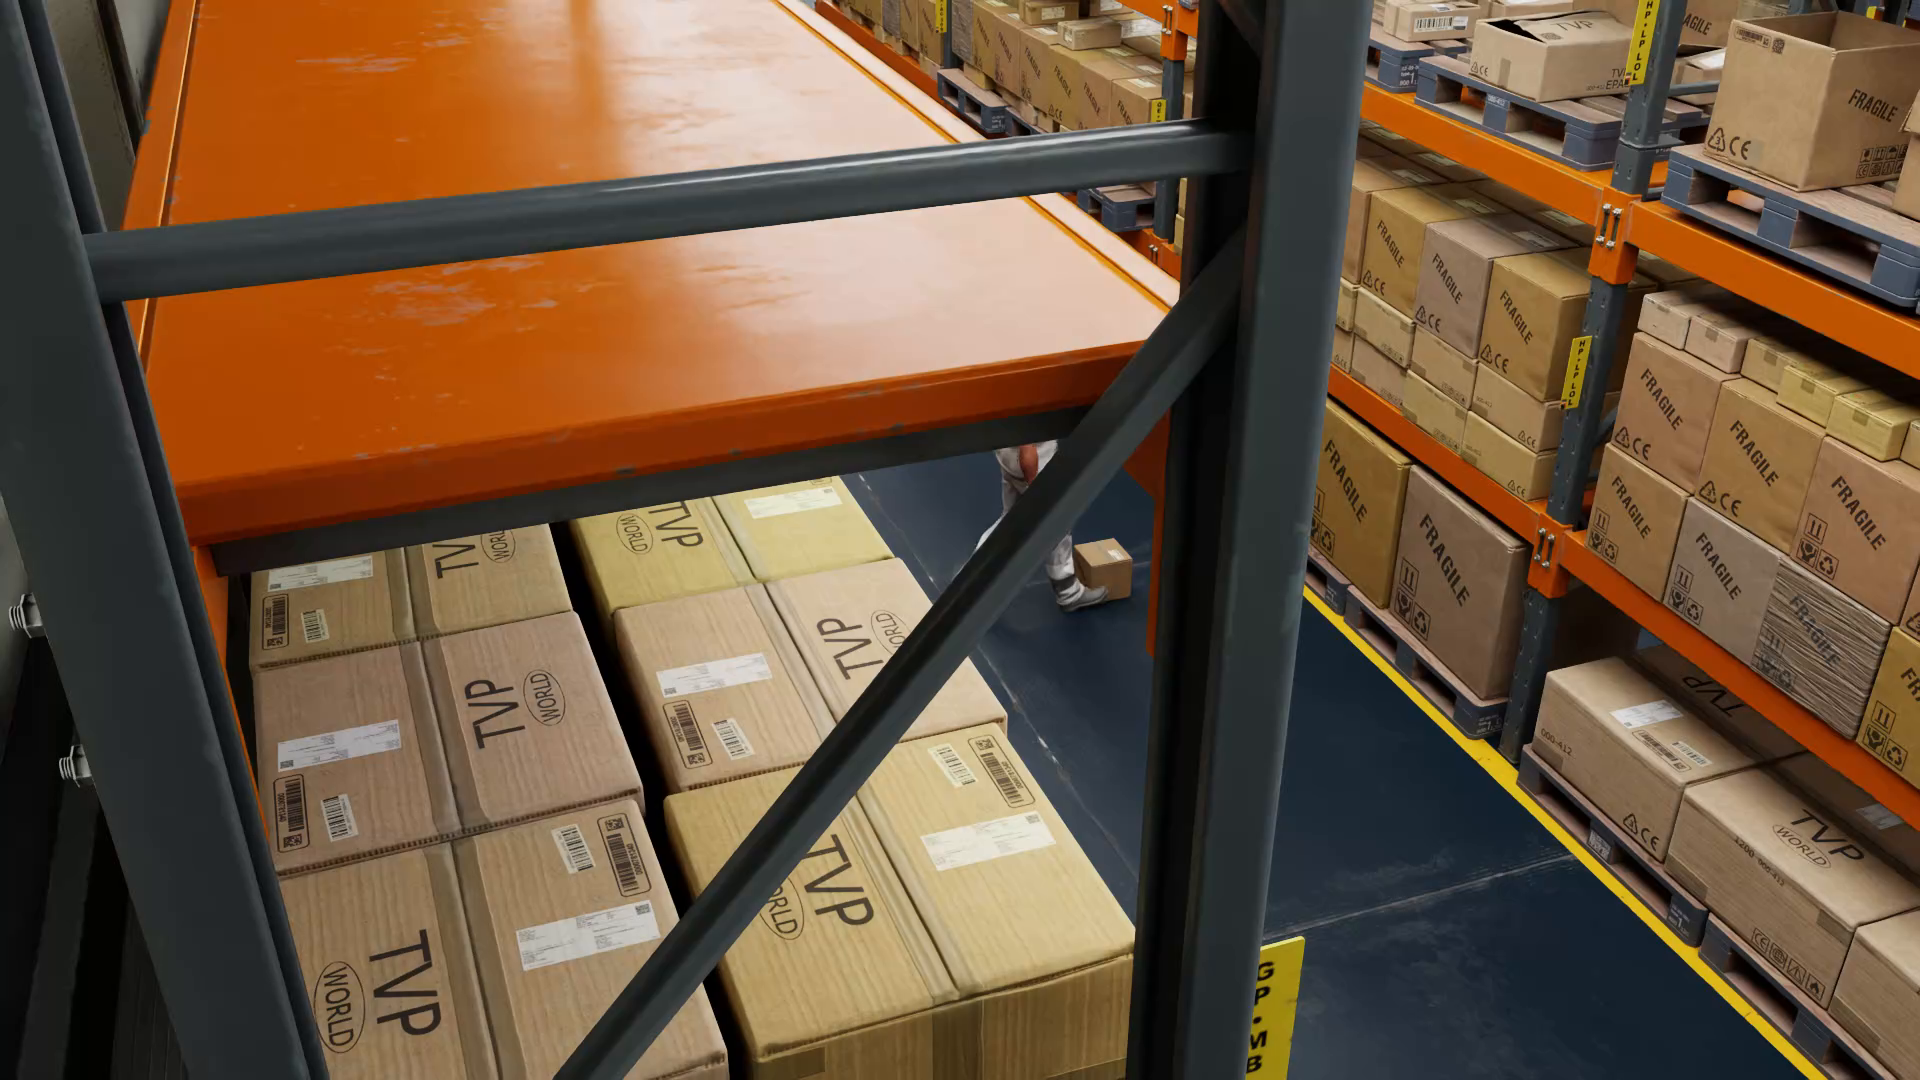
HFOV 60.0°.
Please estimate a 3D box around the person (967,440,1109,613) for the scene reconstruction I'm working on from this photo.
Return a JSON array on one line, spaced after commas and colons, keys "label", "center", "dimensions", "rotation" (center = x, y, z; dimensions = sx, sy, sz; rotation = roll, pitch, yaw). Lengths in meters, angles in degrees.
[{"label": "person", "center": [0.404, -0.408, 8.849], "dimensions": [0.819, 1.781, 0.554], "rotation": [-10, 31, -17]}]
